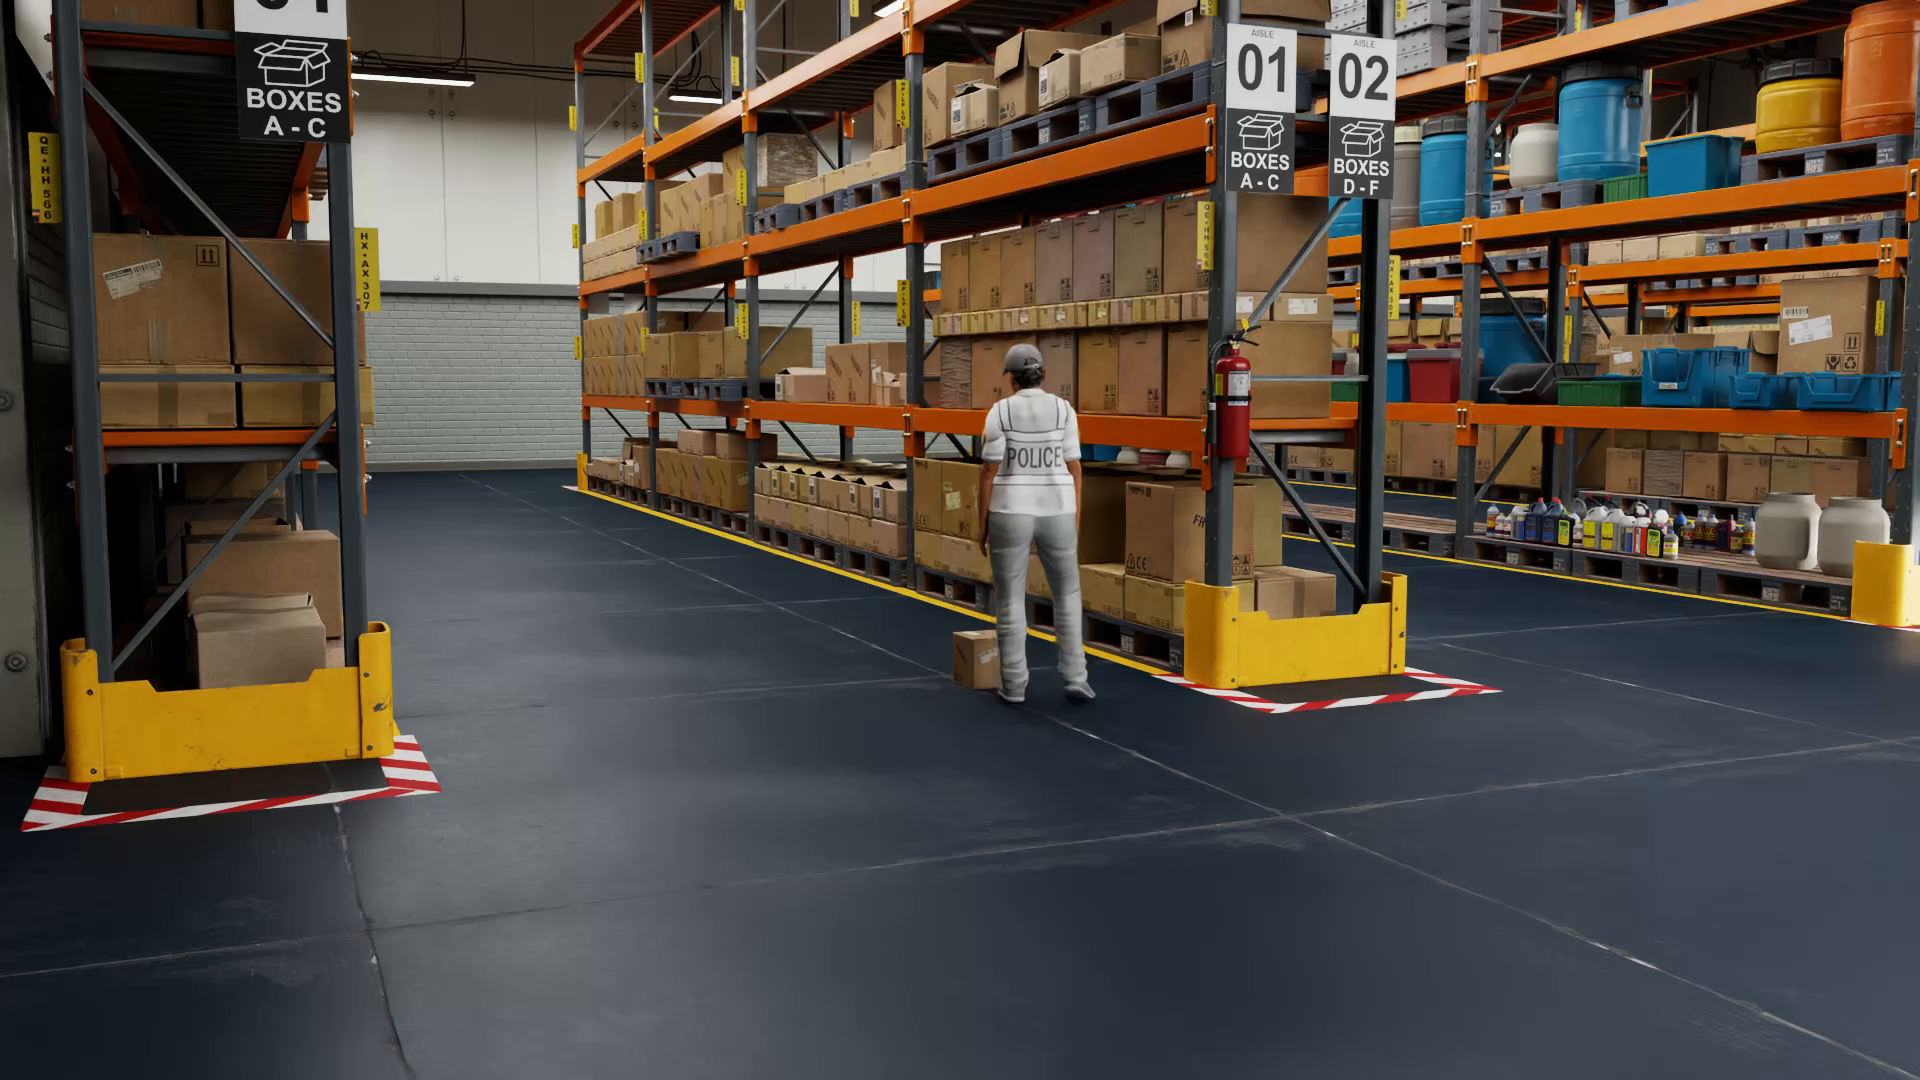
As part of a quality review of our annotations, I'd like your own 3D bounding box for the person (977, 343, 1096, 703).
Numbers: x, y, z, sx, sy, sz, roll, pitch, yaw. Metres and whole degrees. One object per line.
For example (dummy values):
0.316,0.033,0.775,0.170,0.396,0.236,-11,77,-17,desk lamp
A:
0.377,-0.054,7.731,0.602,1.715,0.391,-1,6,-7,person
